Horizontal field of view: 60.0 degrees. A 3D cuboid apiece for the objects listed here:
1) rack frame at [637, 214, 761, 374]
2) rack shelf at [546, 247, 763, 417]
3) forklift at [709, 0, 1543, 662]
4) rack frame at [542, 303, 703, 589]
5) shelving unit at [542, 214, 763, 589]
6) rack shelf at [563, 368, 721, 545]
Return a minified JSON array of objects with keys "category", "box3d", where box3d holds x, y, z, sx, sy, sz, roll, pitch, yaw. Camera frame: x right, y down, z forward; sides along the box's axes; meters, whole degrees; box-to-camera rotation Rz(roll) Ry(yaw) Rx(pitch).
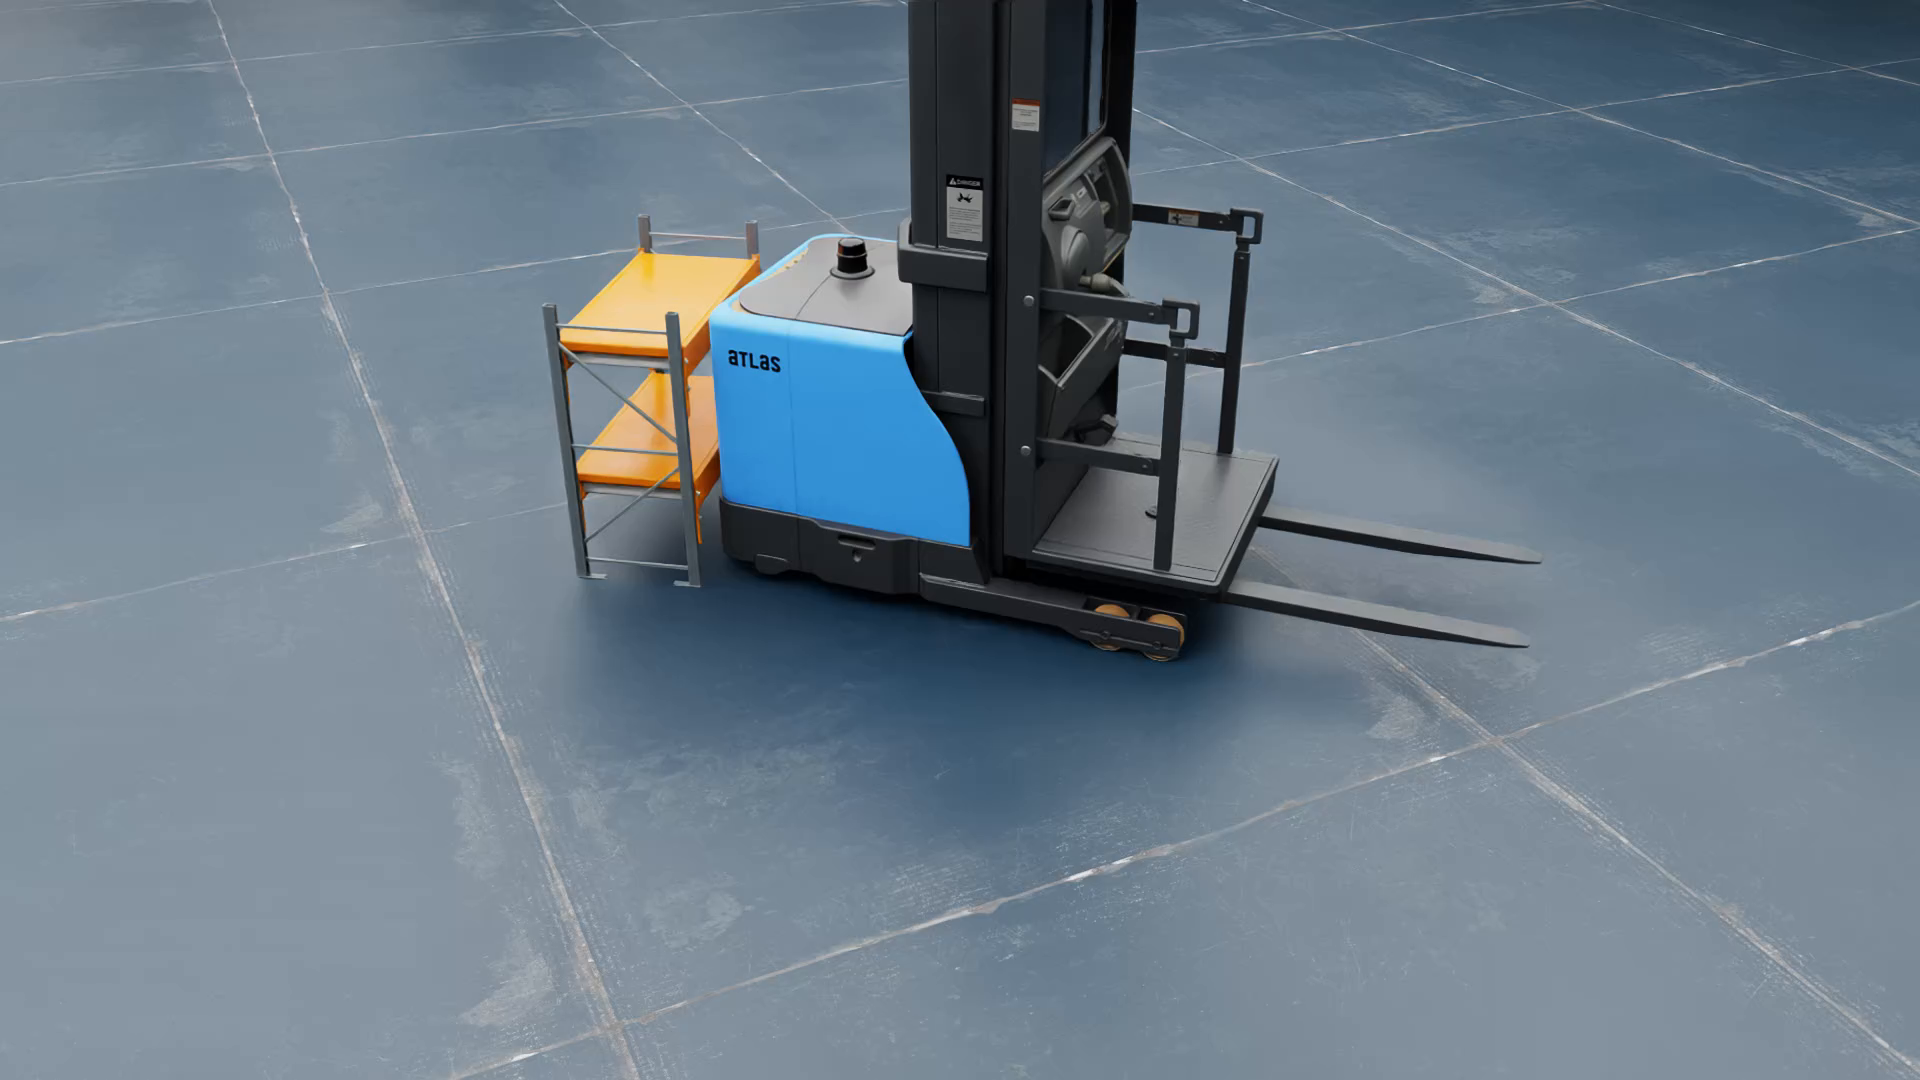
[{"category":"rack frame","box3d":[-1.074,-0.822,7.065,0.500,1.125,0.032,5,30,8]},{"category":"rack shelf","box3d":[-1.159,-0.832,6.485,0.538,0.278,1.000,5,30,8]},{"category":"forklift","box3d":[0.637,-1.137,5.781,3.031,2.935,1.130,10,31,18]},{"category":"rack frame","box3d":[-1.245,-0.332,6.191,0.500,1.125,0.032,5,30,8]},{"category":"shelving unit","box3d":[-1.159,-0.577,6.628,0.538,1.125,1.048,5,30,8]},{"category":"rack shelf","box3d":[-1.159,-0.363,6.748,0.538,0.278,1.000,5,30,8]}]
